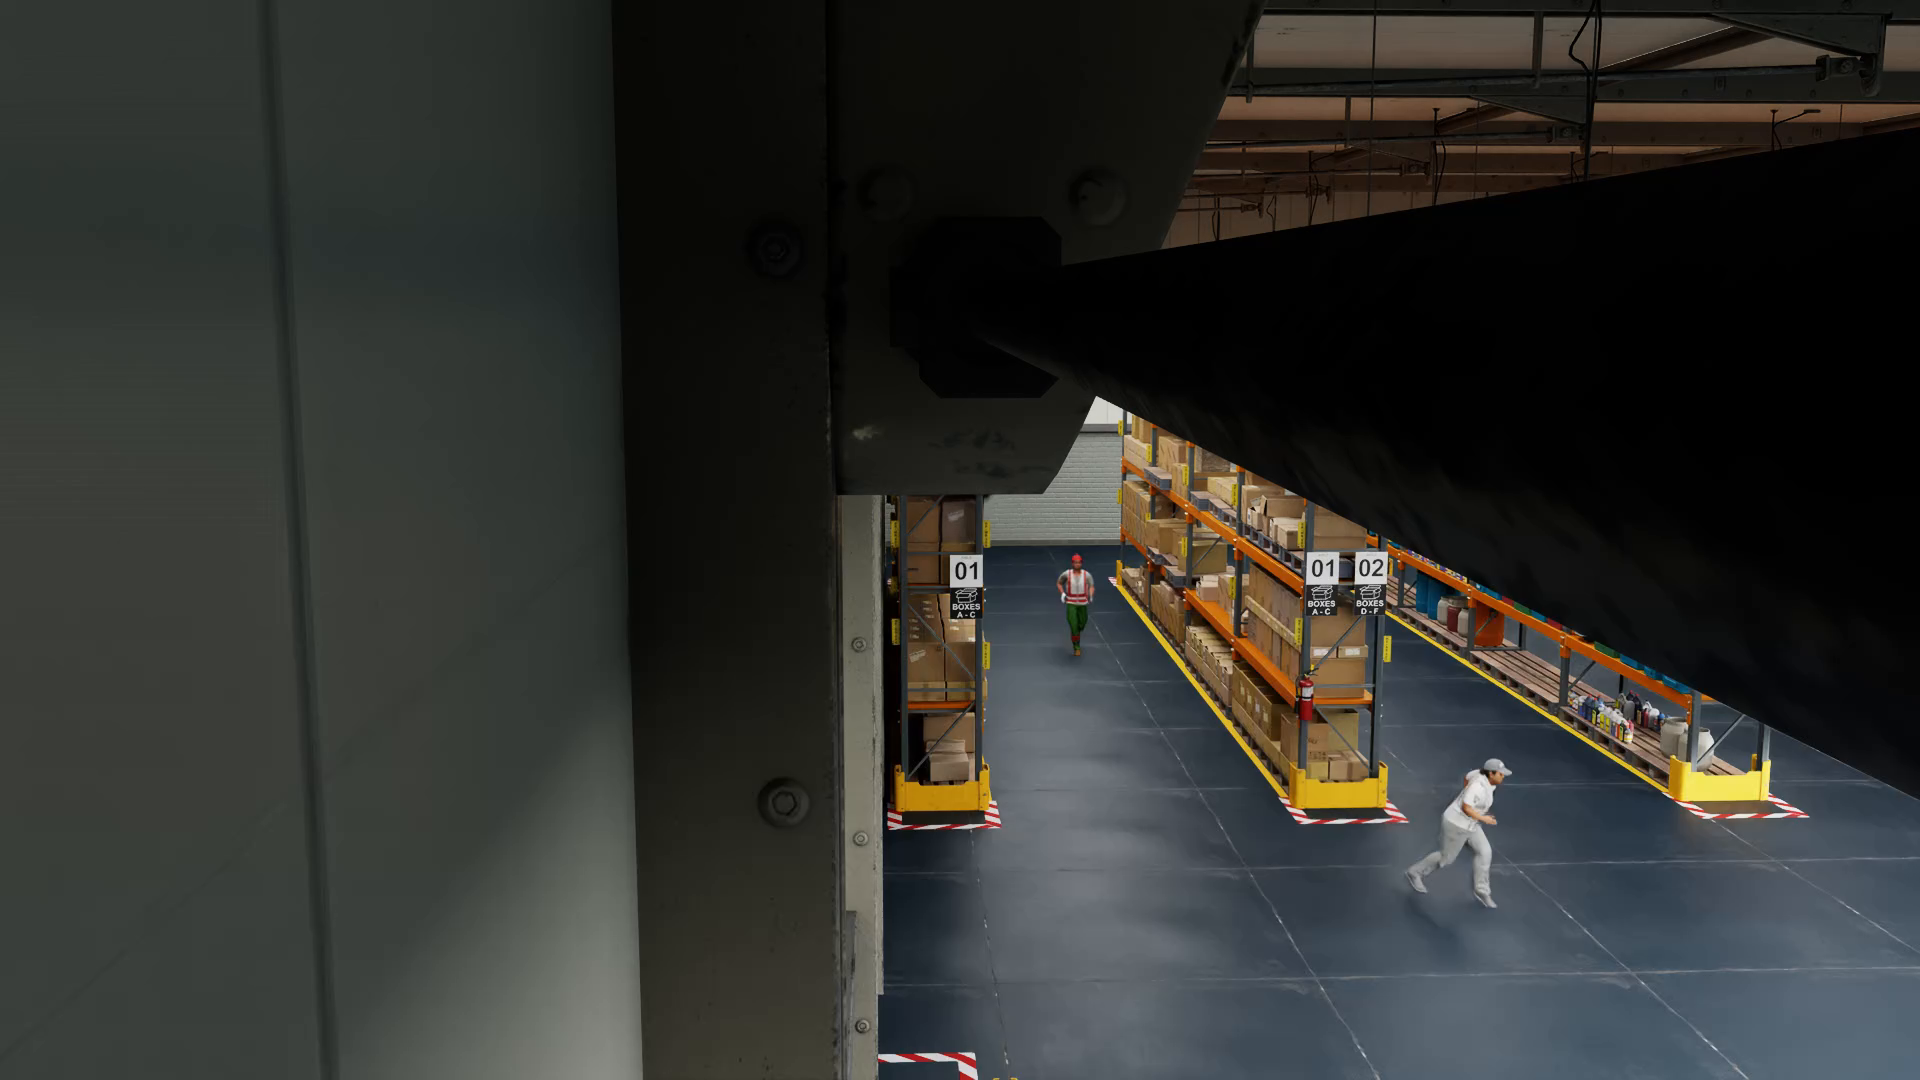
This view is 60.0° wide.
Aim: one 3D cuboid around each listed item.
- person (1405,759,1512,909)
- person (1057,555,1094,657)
[{"bbox_3d":[5.206,3.032,17.397,1.036,1.627,0.648,4,9,25],"label":"person"},{"bbox_3d":[2.050,1.139,29.431,0.655,1.772,0.804,-1,8,-3],"label":"person"}]
